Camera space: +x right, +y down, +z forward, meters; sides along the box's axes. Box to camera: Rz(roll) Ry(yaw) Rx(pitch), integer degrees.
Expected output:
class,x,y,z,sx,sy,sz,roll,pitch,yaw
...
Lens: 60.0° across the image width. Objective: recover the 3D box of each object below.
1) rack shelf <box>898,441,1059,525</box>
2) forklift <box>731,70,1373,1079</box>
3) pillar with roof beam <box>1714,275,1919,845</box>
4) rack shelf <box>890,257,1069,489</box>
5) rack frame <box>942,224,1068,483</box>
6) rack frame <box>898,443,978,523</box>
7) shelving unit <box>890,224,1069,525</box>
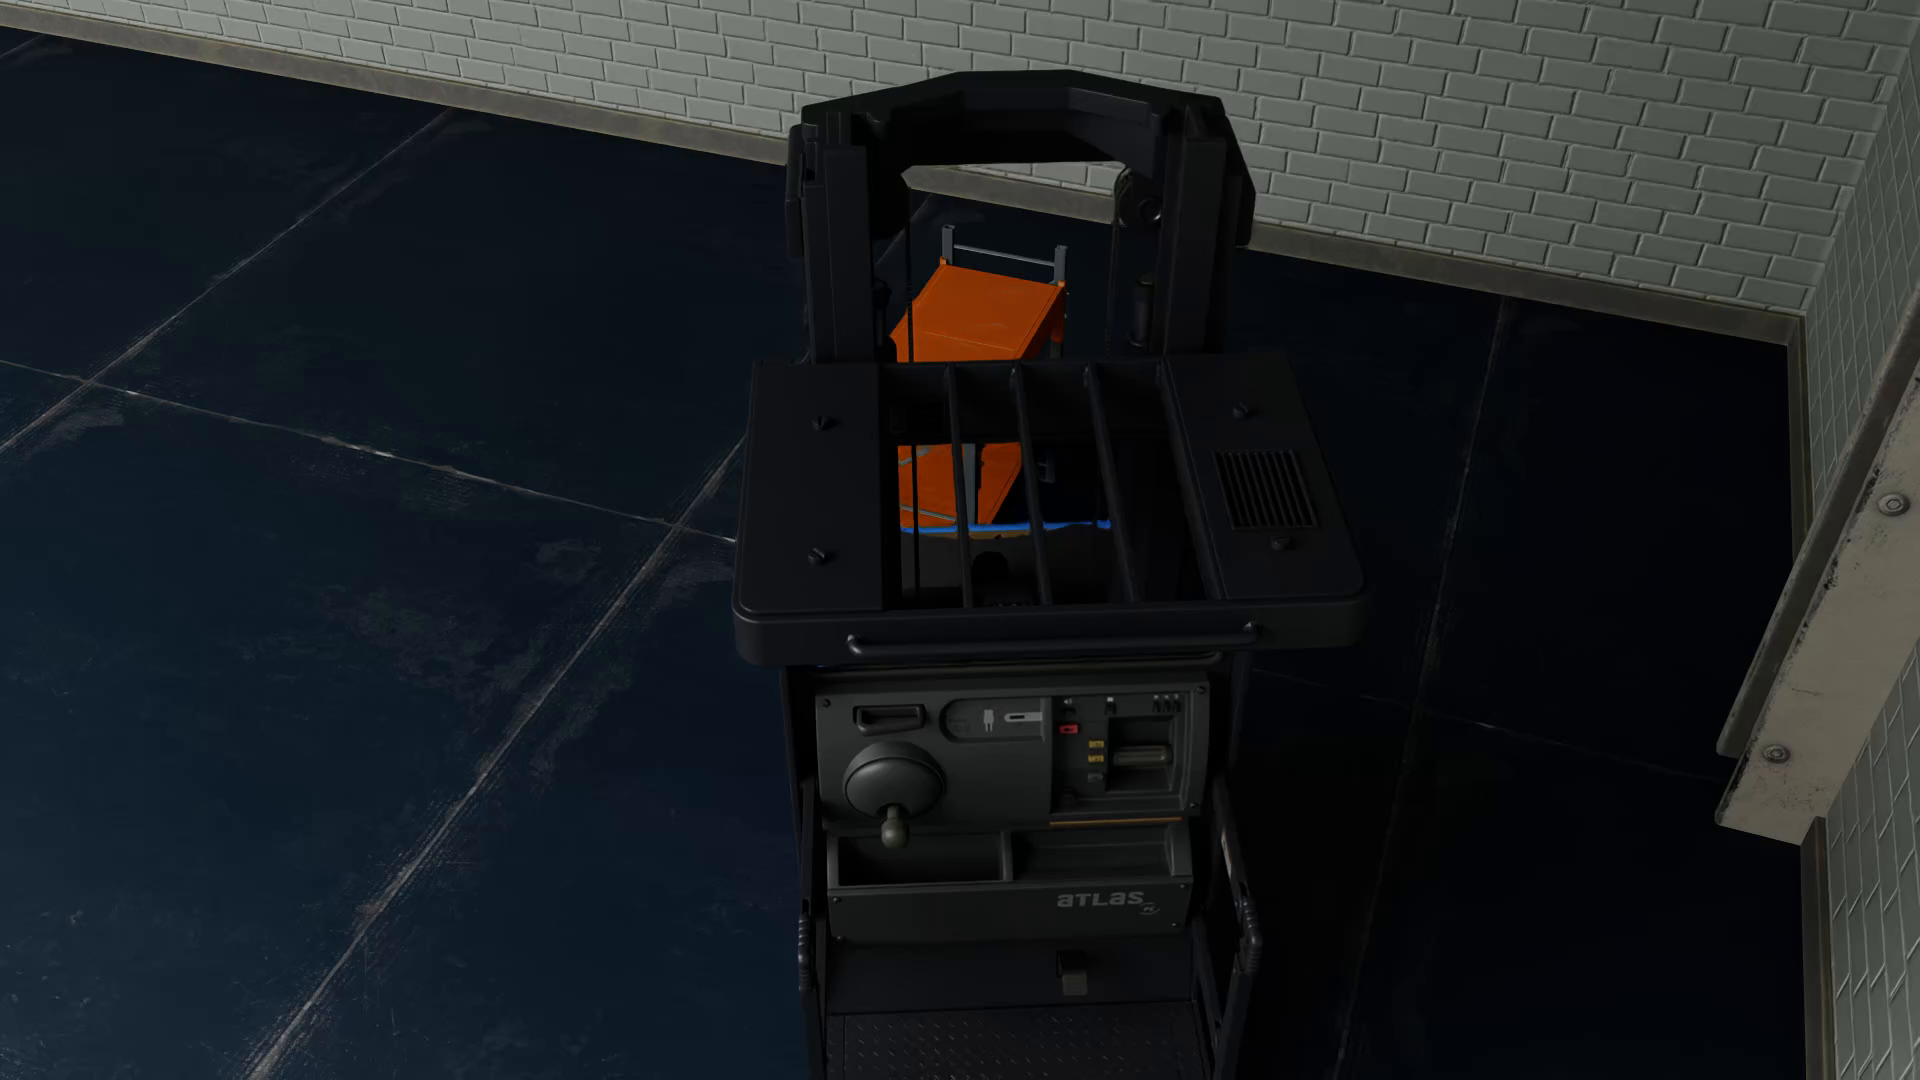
class,x,y,z,sx,sy,sz,roll,pitch,yaw
rack shelf,-0.002,-0.238,6.539,0.538,0.278,1.000,13,42,15
forklift,0.140,0.601,3.788,1.130,2.935,3.031,-2,41,-2
pillar with roof beam,-1.280,-3.506,3.926,9.100,9.000,0.400,13,42,15
rack shelf,-0.002,-0.646,6.190,0.538,0.278,1.000,13,42,15
rack frame,0.172,-0.734,6.743,0.500,1.125,0.032,13,42,15
rack frame,-0.176,-0.114,6.017,0.500,1.125,0.032,13,42,15
shelving unit,-0.002,-0.424,6.380,0.538,1.125,1.048,13,42,15
